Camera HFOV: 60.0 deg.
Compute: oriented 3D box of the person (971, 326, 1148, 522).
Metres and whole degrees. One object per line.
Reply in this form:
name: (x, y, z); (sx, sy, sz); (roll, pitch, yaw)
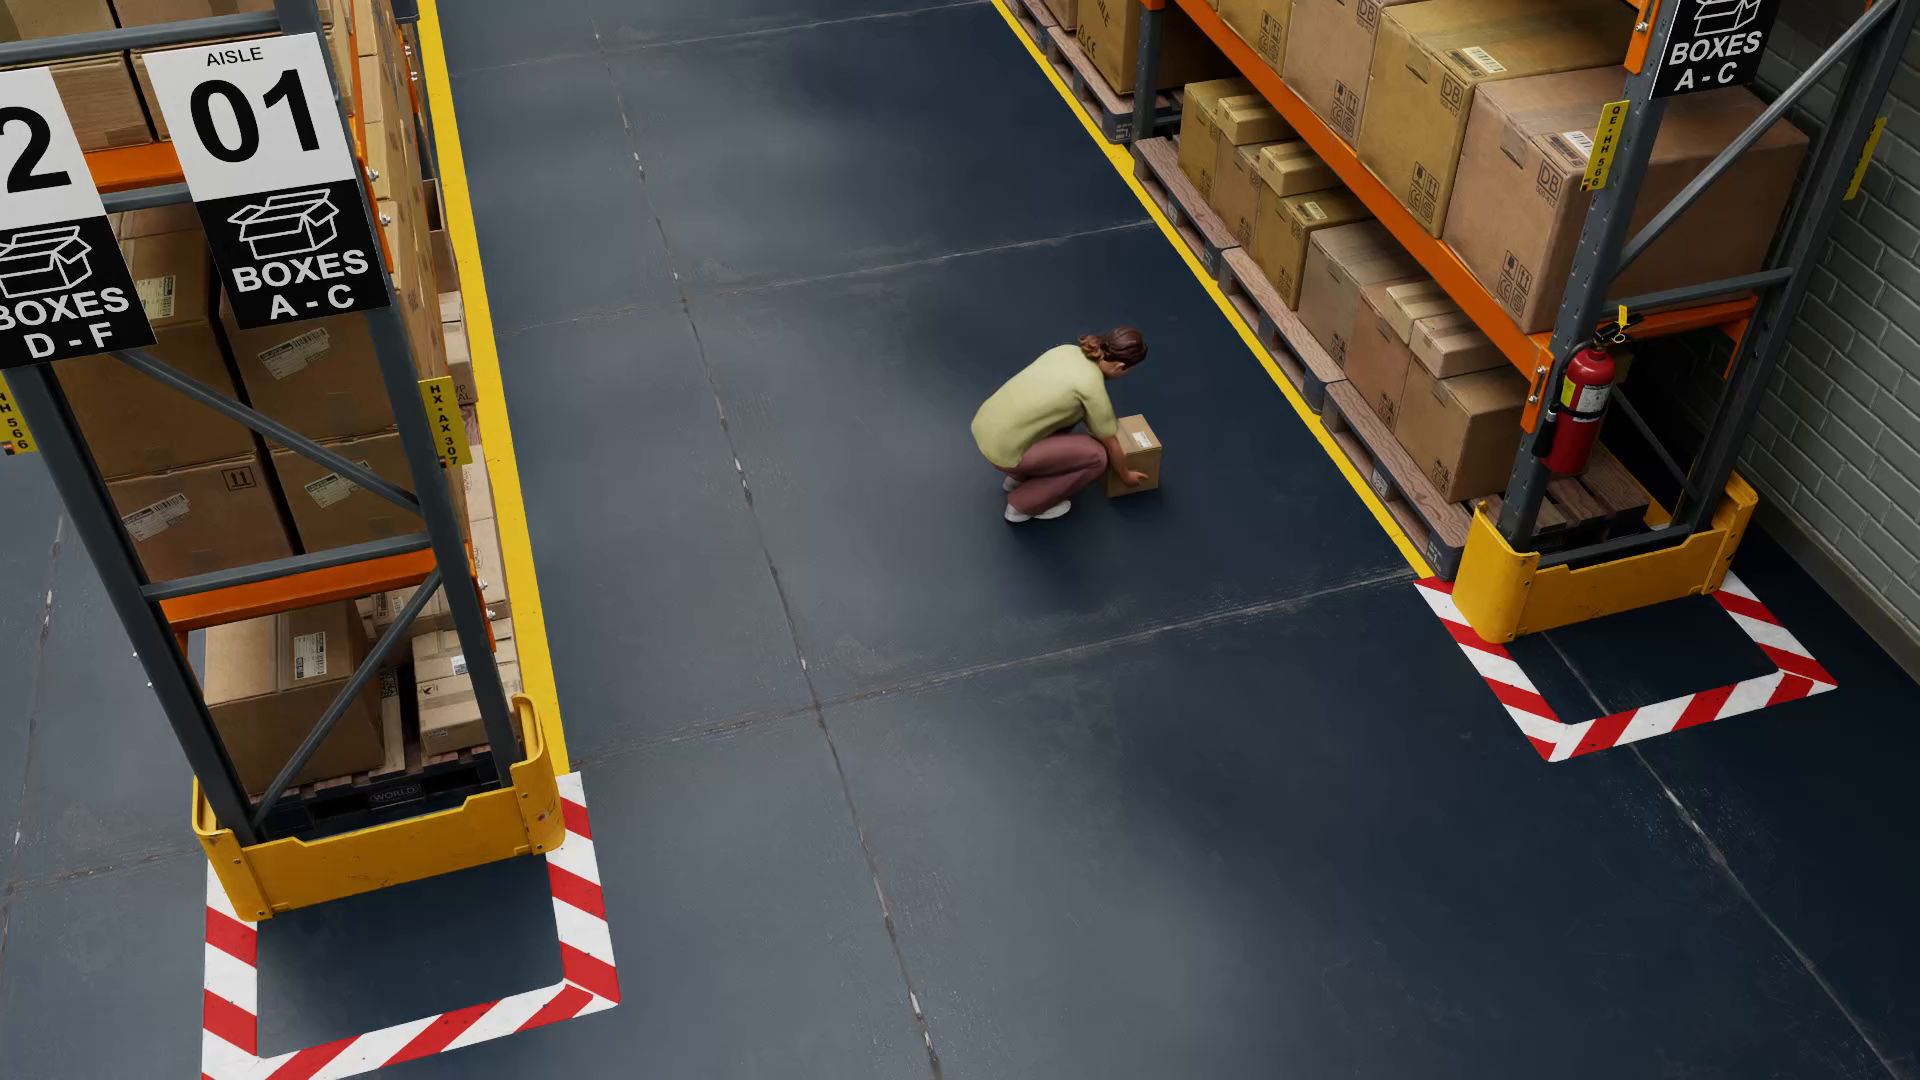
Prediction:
person: (0.446, -0.523, 7.382); (0.803, 0.808, 0.483); (-12, 44, -13)
